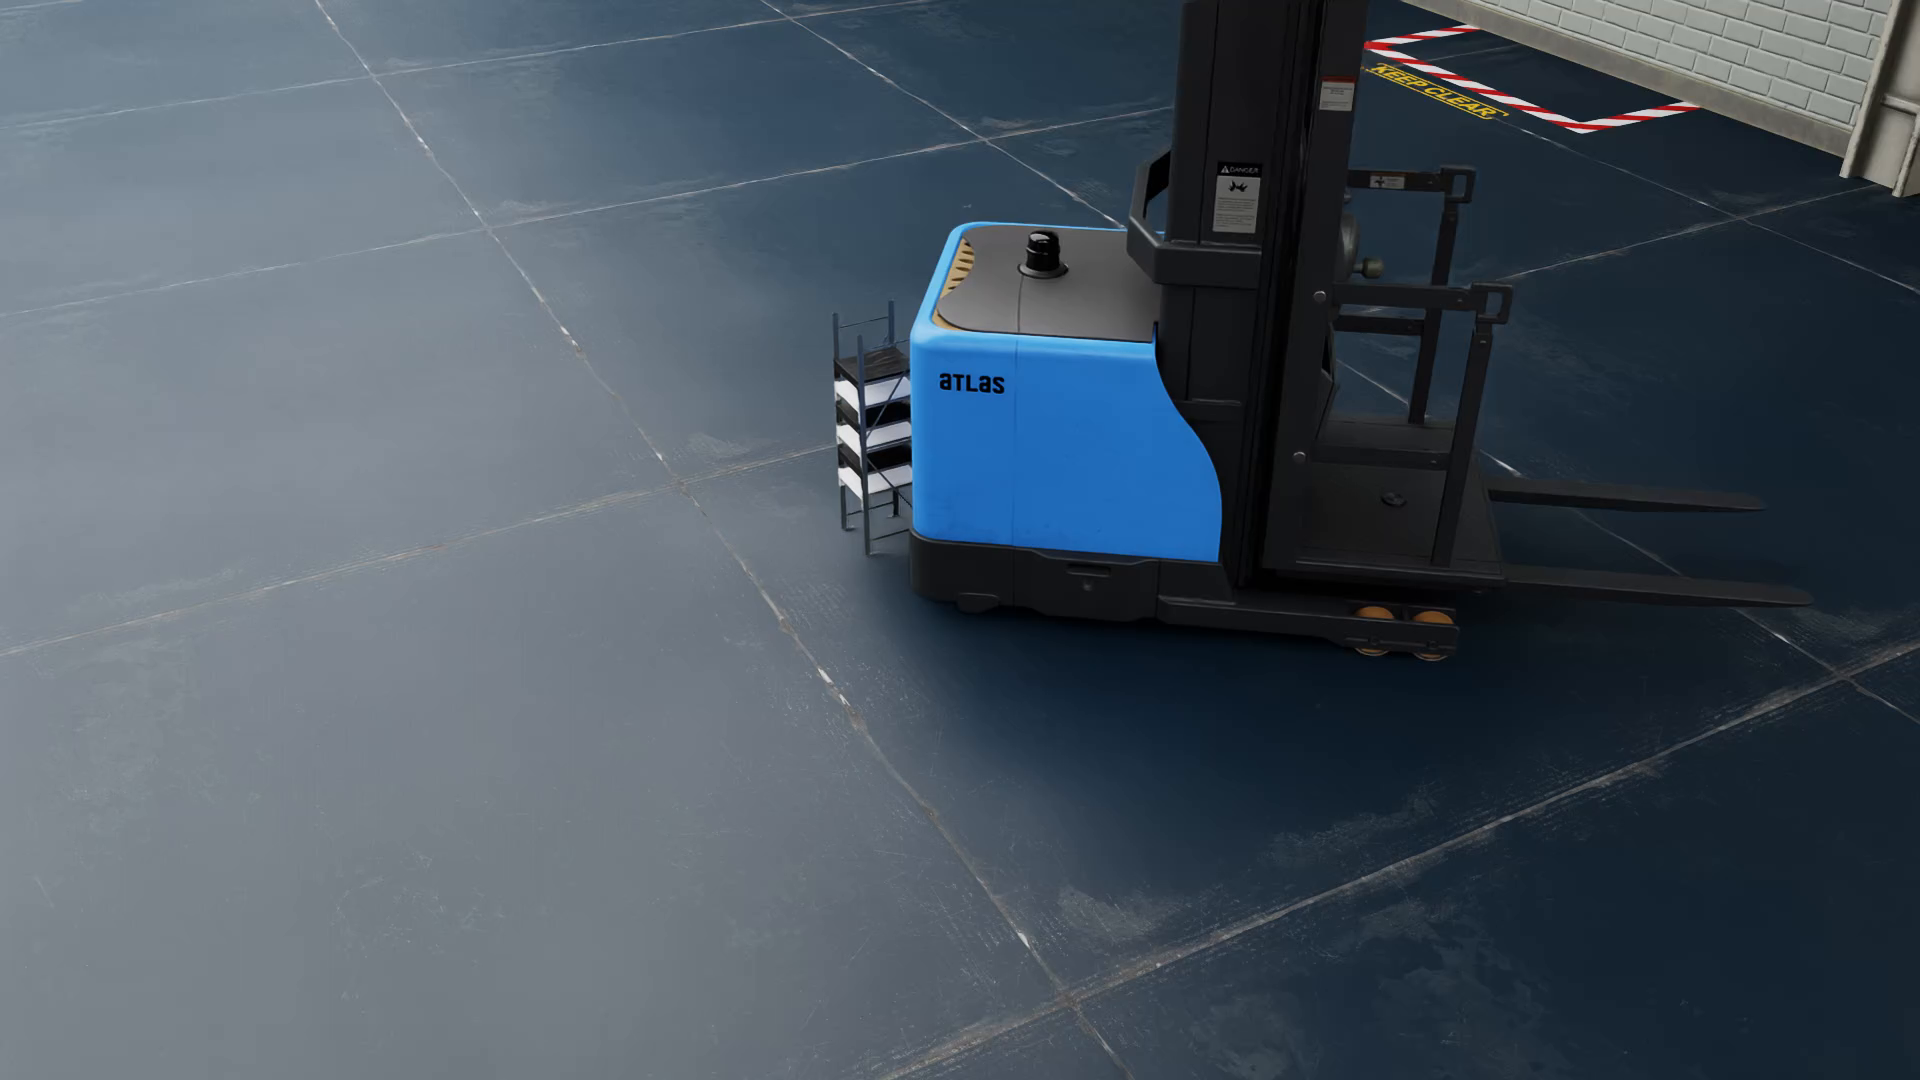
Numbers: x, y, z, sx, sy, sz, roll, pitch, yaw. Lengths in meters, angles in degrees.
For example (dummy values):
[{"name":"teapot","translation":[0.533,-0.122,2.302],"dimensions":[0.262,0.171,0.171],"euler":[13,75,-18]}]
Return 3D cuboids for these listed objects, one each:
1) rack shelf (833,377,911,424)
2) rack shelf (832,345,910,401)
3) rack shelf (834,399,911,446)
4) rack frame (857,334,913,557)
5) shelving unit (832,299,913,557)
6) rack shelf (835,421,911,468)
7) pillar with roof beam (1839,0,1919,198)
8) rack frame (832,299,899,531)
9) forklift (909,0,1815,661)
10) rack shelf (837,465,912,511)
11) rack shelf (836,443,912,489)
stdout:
[{"name":"rack shelf","translation":[-0.294,-0.521,5.957],"dimensions":[0.258,0.077,0.200],"euler":[-16,36,-24]},{"name":"rack shelf","translation":[-0.294,-0.597,5.908],"dimensions":[0.258,0.077,0.200],"euler":[-16,36,-24]},{"name":"rack shelf","translation":[-0.294,-0.445,6.006],"dimensions":[0.258,0.077,0.200],"euler":[-16,36,-24]},{"name":"rack frame","translation":[-0.246,-0.349,5.961],"dimensions":[0.240,0.900,0.006],"euler":[-16,36,-24]},{"name":"shelving unit","translation":[-0.294,-0.397,6.036],"dimensions":[0.258,0.900,0.210],"euler":[-16,36,-24]},{"name":"rack shelf","translation":[-0.294,-0.369,6.054],"dimensions":[0.258,0.077,0.200],"euler":[-16,36,-24]},{"name":"pillar with roof beam","translation":[1.441,-4.734,5.298],"dimensions":[9.100,9.000,0.400],"euler":[-16,36,-23]},{"name":"rack frame","translation":[-0.343,-0.446,6.111],"dimensions":[0.240,0.900,0.006],"euler":[-16,36,-24]},{"name":"forklift","translation":[1.385,-1.134,5.303],"dimensions":[3.031,2.935,1.130],"euler":[5,33,7]},{"name":"rack shelf","translation":[-0.294,-0.218,6.151],"dimensions":[0.258,0.077,0.200],"euler":[-16,36,-24]},{"name":"rack shelf","translation":[-0.294,-0.294,6.103],"dimensions":[0.258,0.077,0.200],"euler":[-16,36,-24]}]
